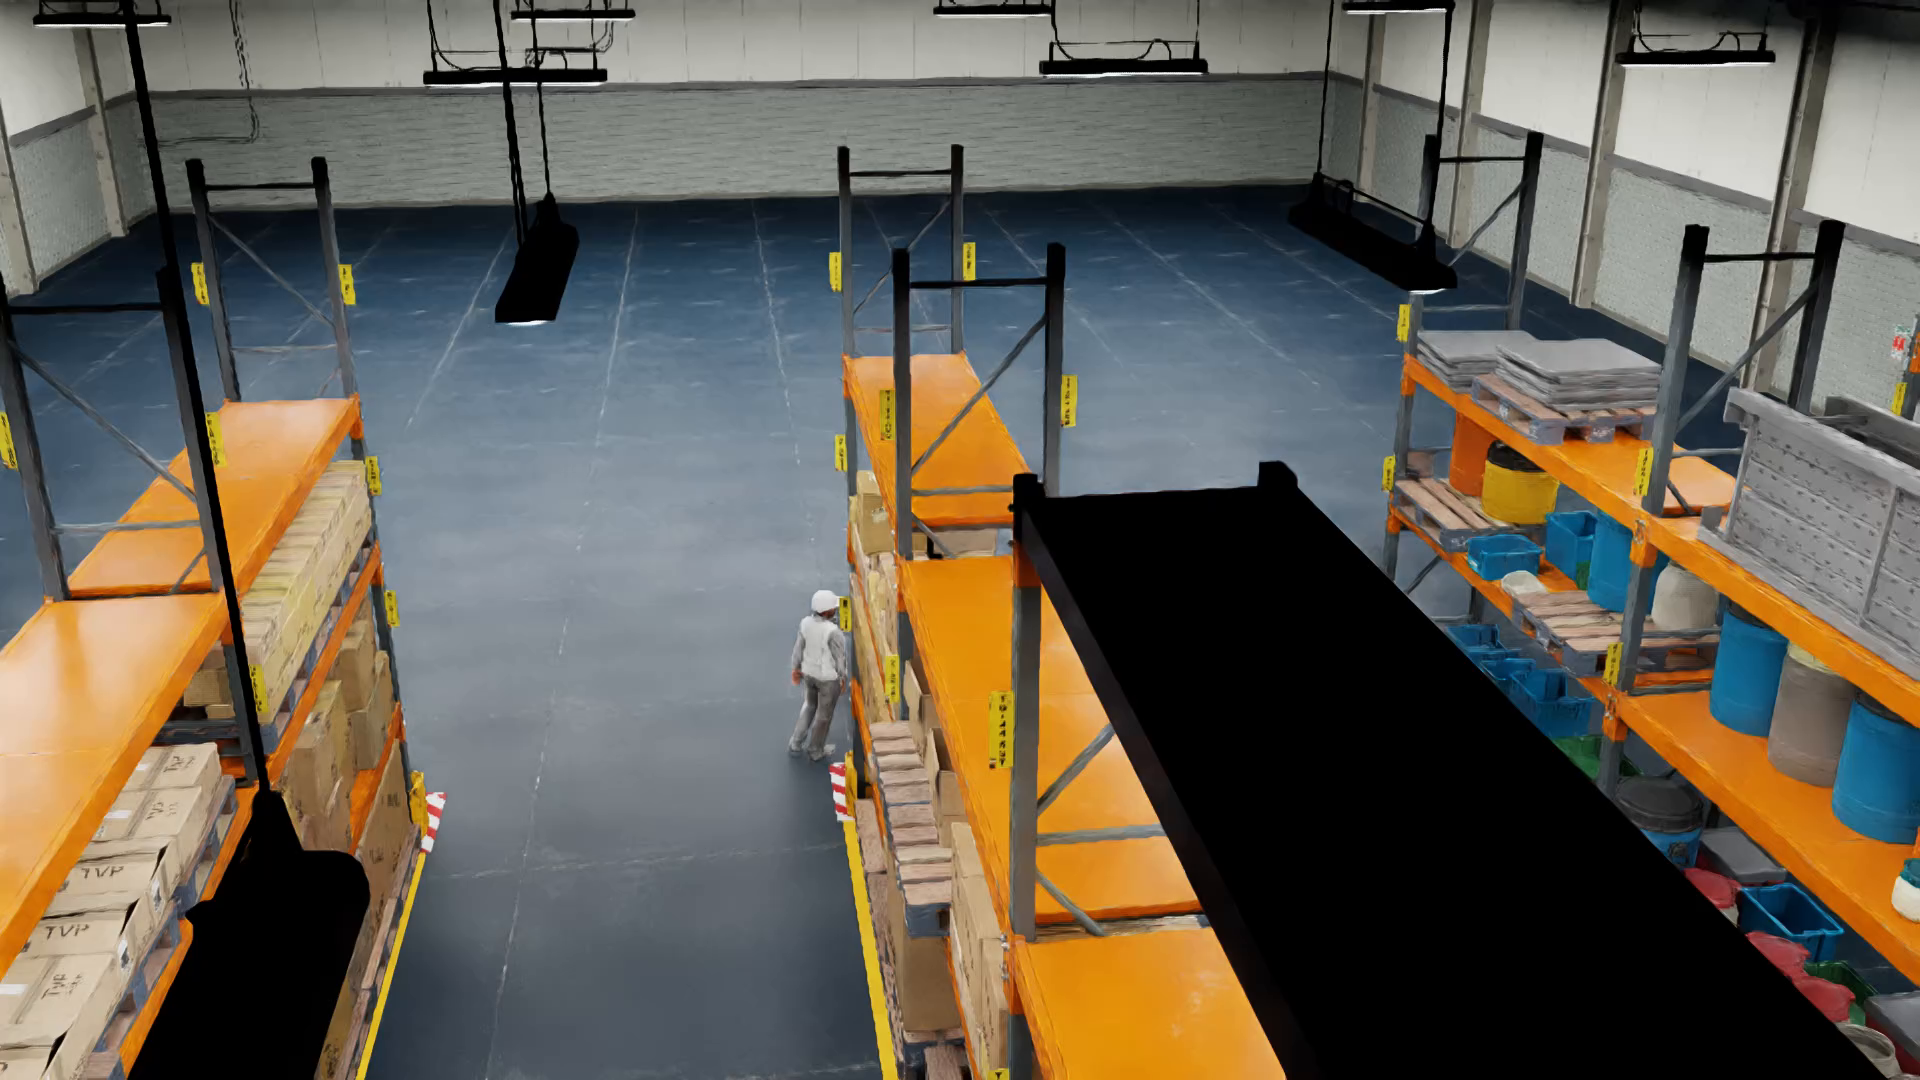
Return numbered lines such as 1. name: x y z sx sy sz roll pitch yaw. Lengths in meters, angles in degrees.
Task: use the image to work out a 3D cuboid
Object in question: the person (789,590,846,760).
1. person: -1.372 1.281 16.017 0.644 1.761 0.453 15 26 34
